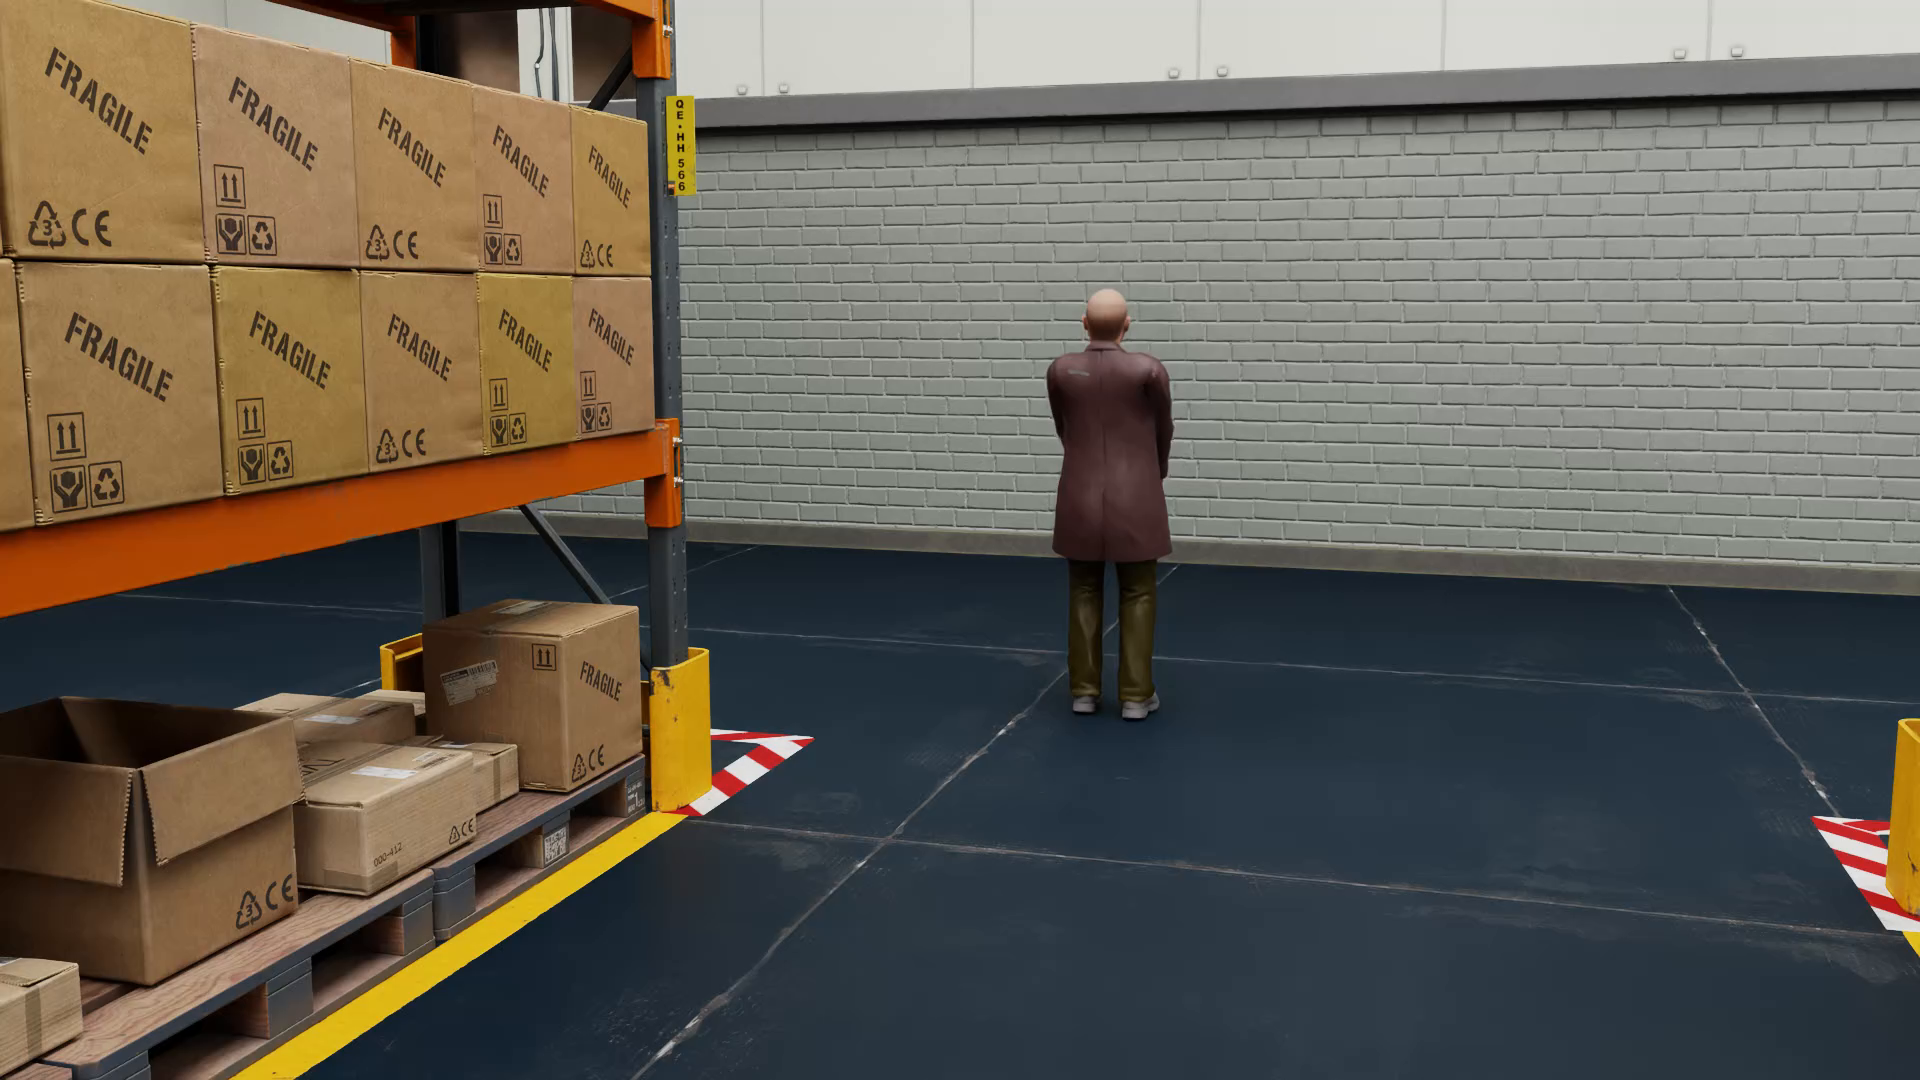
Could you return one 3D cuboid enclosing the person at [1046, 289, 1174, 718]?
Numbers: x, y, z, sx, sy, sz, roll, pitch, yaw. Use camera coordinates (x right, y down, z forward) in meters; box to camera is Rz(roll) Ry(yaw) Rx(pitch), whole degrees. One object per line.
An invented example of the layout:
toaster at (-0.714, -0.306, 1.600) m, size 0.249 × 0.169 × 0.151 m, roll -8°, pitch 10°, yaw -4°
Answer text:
person at (0.650, -0.163, 7.028) m, size 0.526 × 1.778 × 0.543 m, roll 2°, pitch 8°, yaw 16°
